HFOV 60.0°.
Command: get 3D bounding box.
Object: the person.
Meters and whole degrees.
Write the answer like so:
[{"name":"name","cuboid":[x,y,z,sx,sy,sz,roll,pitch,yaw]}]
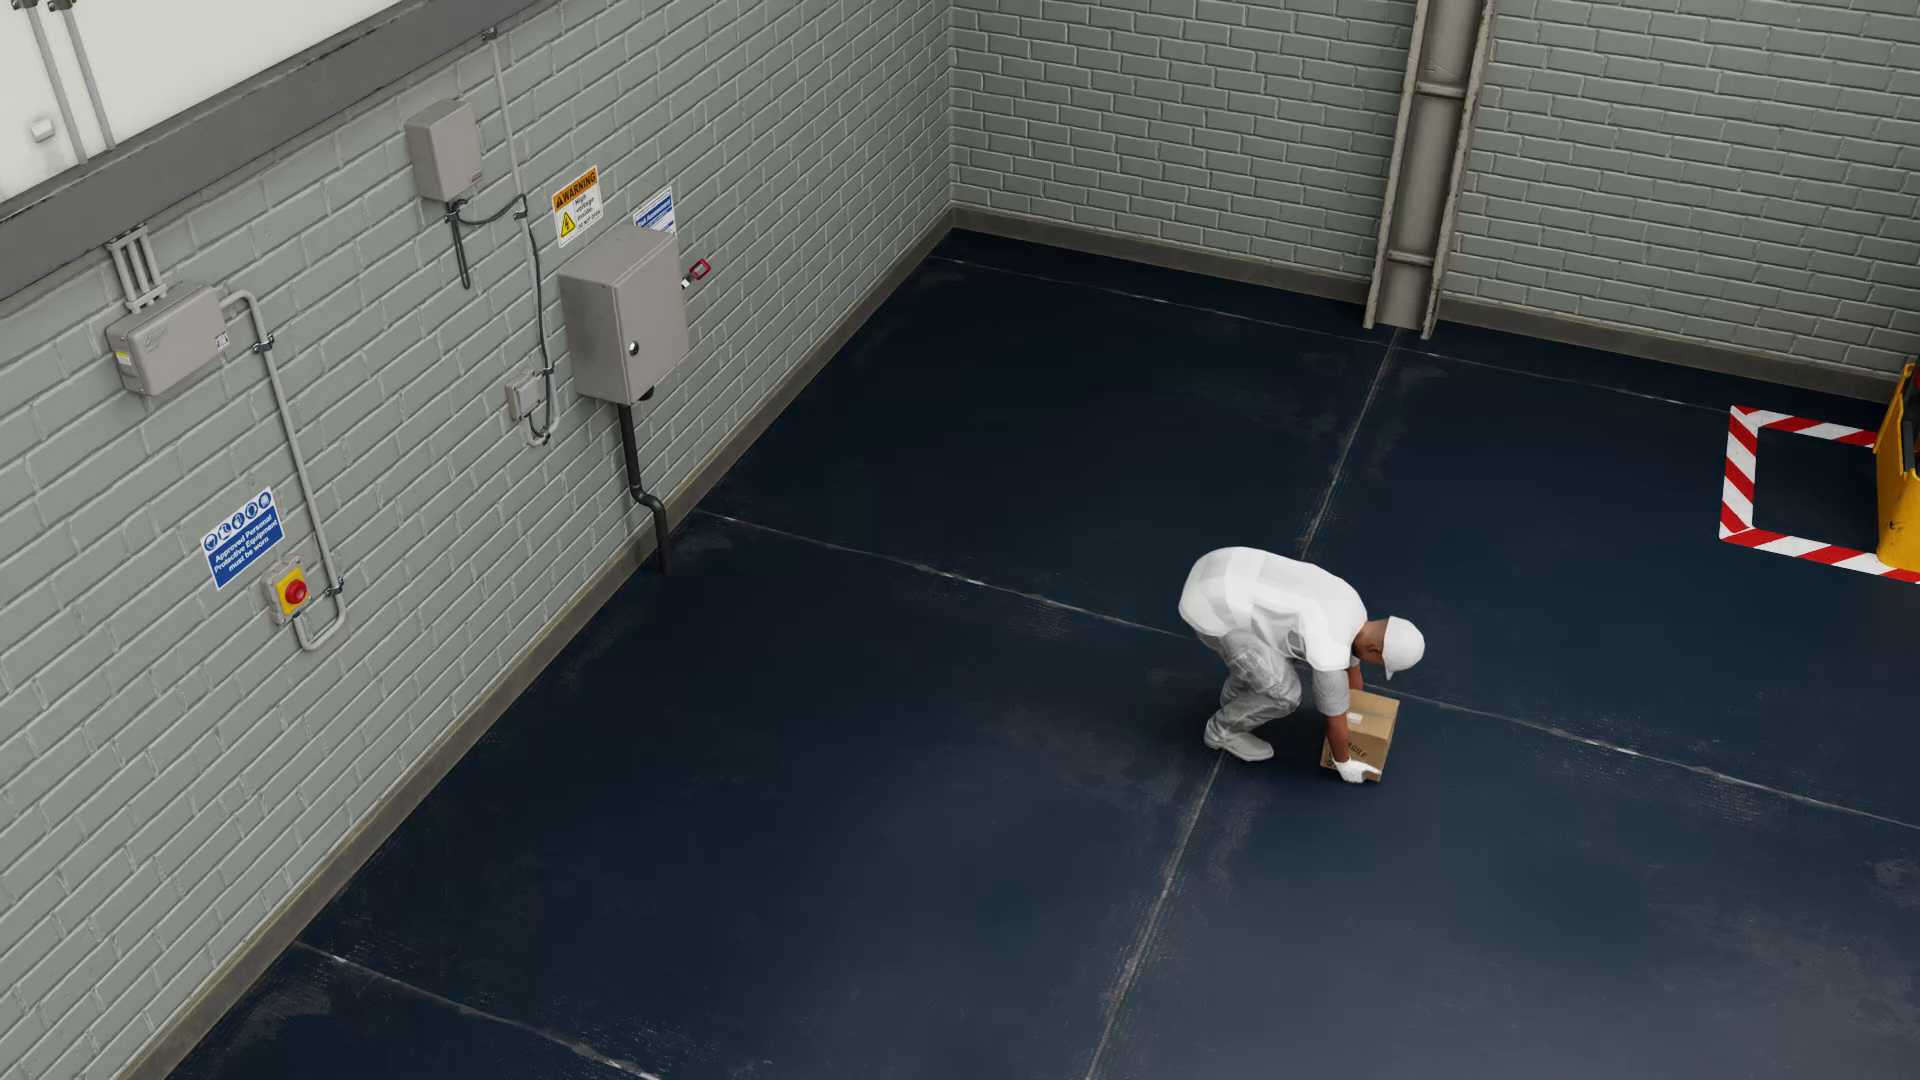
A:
[{"name":"person","cuboid":[1.390,0.491,6.892,0.986,0.917,0.534,12,39,16]}]
